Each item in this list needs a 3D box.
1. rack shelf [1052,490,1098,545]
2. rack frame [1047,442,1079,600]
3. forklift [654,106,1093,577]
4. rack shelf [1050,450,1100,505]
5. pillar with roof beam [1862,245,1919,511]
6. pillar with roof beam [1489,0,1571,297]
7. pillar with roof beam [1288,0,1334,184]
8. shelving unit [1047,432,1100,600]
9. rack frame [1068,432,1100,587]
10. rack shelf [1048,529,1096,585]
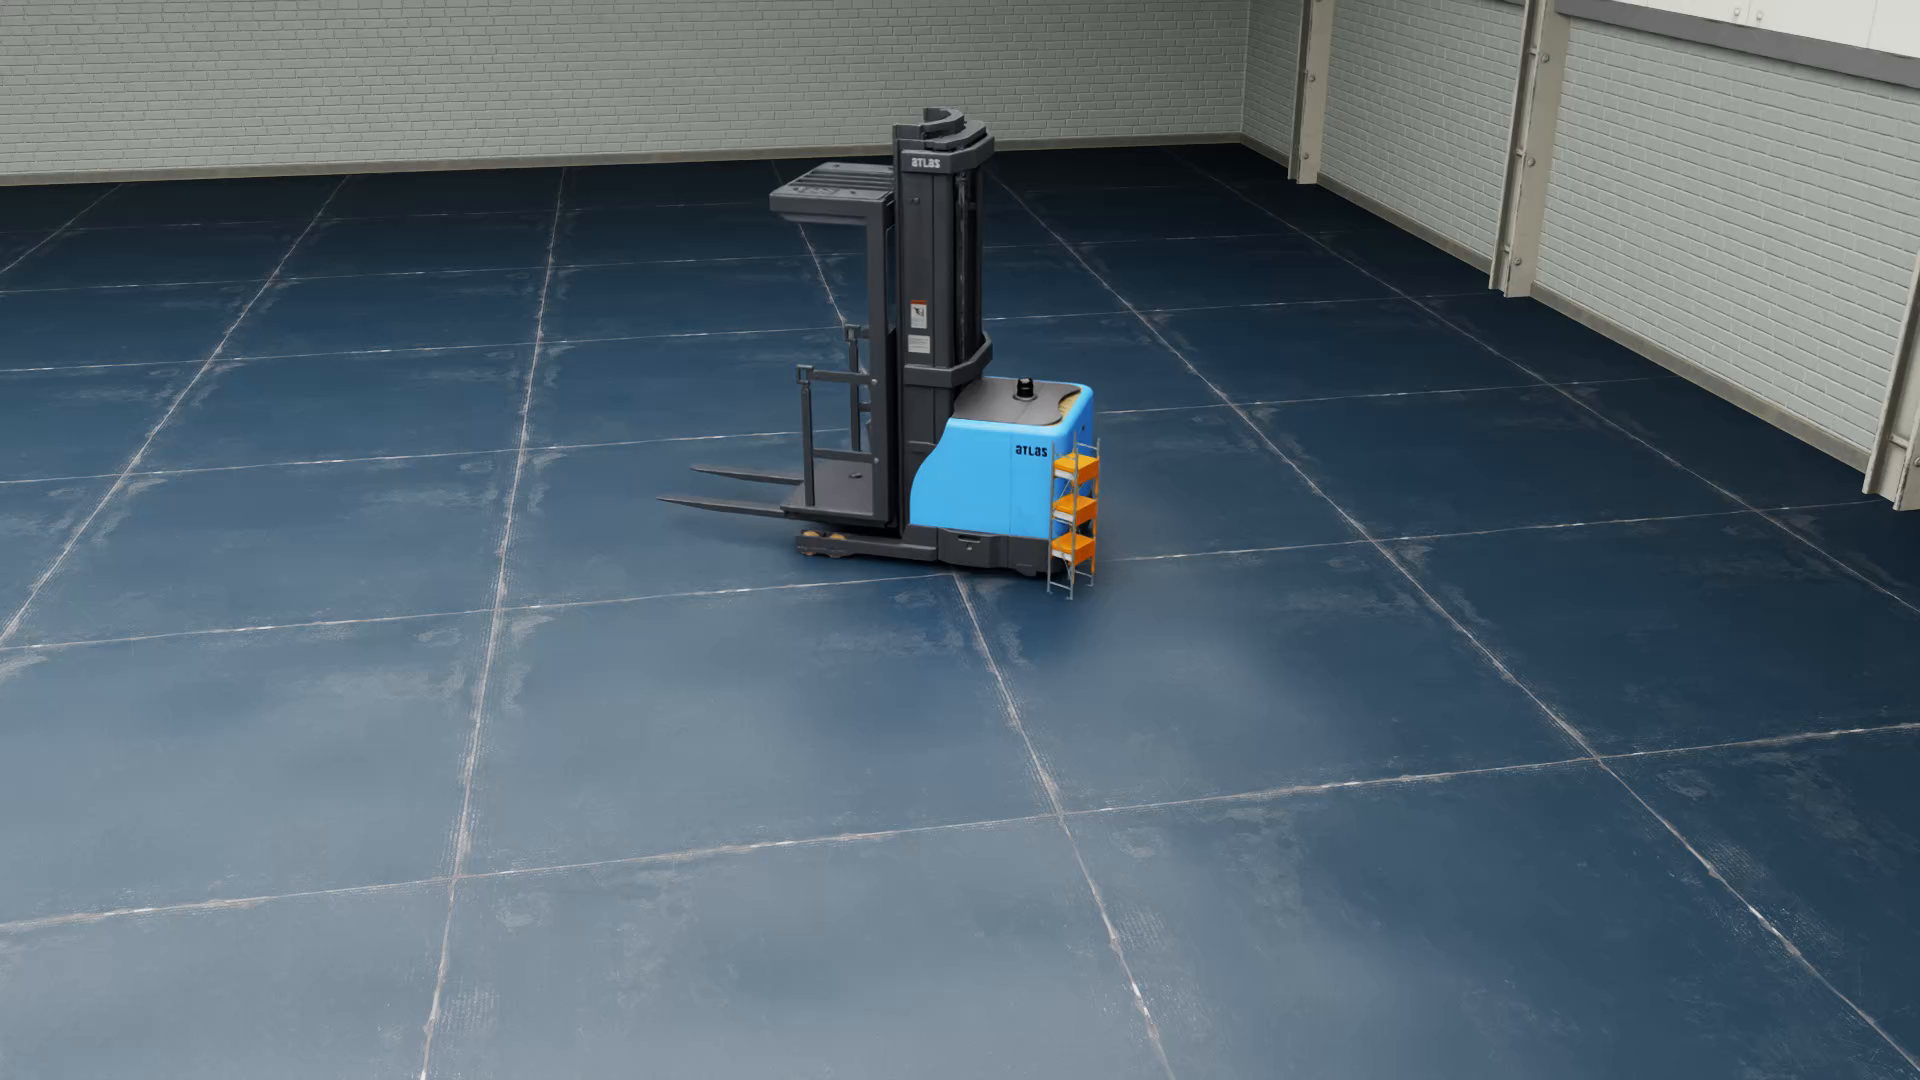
[{"bbox_3d":[0.736,-0.145,10.794,0.215,0.259,0.240,18,29,34],"label":"rack shelf"},{"bbox_3d":[0.660,-0.116,10.702,0.200,1.050,0.008,18,29,34],"label":"rack frame"},{"bbox_3d":[-0.639,-1.411,11.319,3.031,2.935,1.130,6,24,14],"label":"forklift"},{"bbox_3d":[0.738,-0.404,10.679,0.215,0.259,0.240,18,29,34],"label":"rack shelf"},{"bbox_3d":[2.785,-4.109,9.916,9.100,9.000,0.400,-4,24,-10],"label":"pillar with roof beam"},{"bbox_3d":[1.676,-6.469,15.319,9.100,9.000,0.400,-4,24,-10],"label":"pillar with roof beam"},{"bbox_3d":[0.566,-8.829,20.723,9.100,9.000,0.400,-4,24,-10],"label":"pillar with roof beam"},{"bbox_3d":[0.736,-0.155,10.790,0.215,1.050,0.252,18,29,34],"label":"shelving unit"},{"bbox_3d":[0.811,-0.193,10.877,0.200,1.050,0.008,18,29,34],"label":"rack frame"},{"bbox_3d":[0.734,0.109,10.907,0.215,0.259,0.240,18,29,34],"label":"rack shelf"}]
